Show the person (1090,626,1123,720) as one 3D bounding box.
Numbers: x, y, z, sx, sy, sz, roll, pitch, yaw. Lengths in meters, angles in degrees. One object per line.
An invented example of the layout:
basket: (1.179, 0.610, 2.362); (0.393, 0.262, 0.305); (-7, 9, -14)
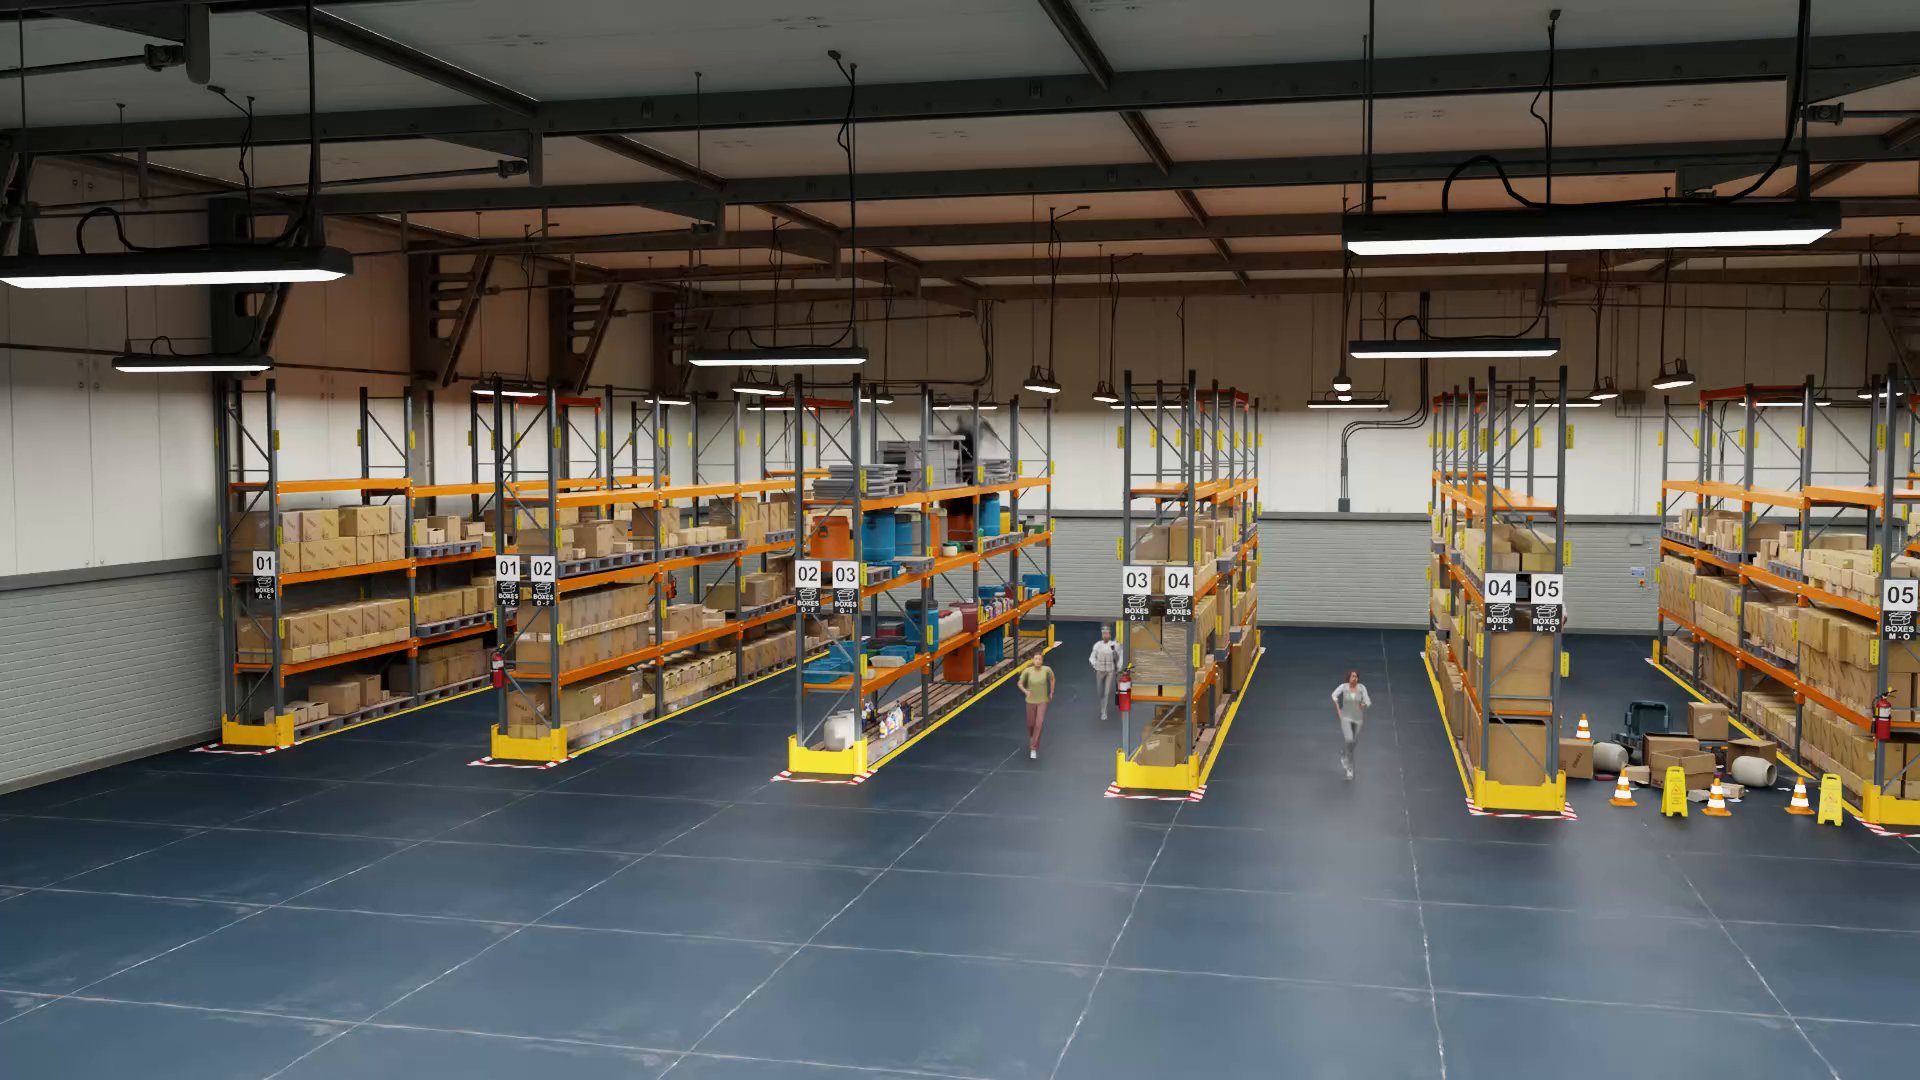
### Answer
person: (2.653, 2.377, 30.017); (0.632, 1.655, 0.861); (1, 3, 11)

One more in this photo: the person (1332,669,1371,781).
person: (5.841, 2.728, 24.817); (0.511, 1.638, 0.800); (0, 3, -4)

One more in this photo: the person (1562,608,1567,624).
person: (12.927, 1.950, 36.370); (0.648, 1.737, 0.575); (0, 3, 4)

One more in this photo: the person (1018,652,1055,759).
person: (1.223, 2.591, 26.499); (0.602, 1.661, 0.941); (0, 3, 0)
